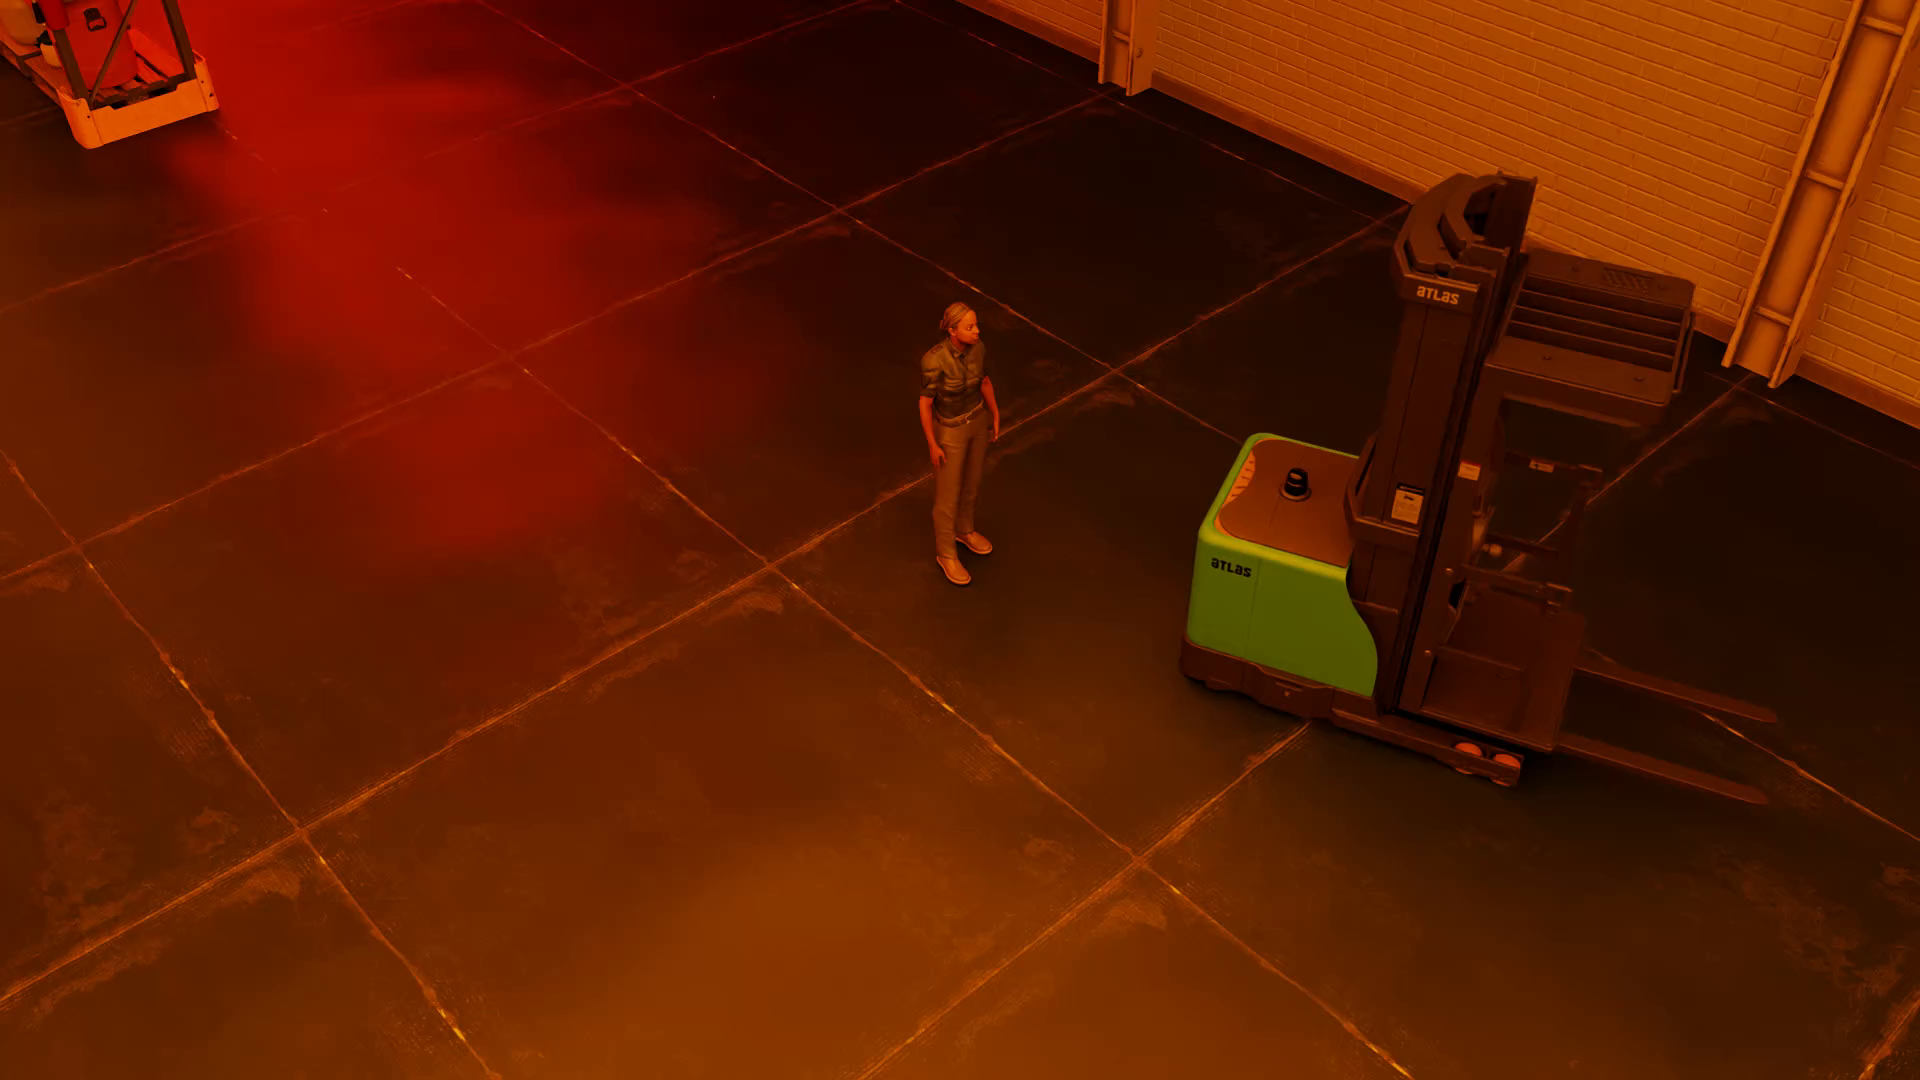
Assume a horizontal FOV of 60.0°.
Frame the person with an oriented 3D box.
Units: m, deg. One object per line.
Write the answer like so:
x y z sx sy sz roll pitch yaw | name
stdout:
0.045 -0.580 9.548 0.570 1.654 0.504 -31 50 -31 | person

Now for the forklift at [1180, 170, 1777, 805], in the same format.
2.781 -0.229 8.174 3.031 2.935 1.130 16 43 18 | forklift
